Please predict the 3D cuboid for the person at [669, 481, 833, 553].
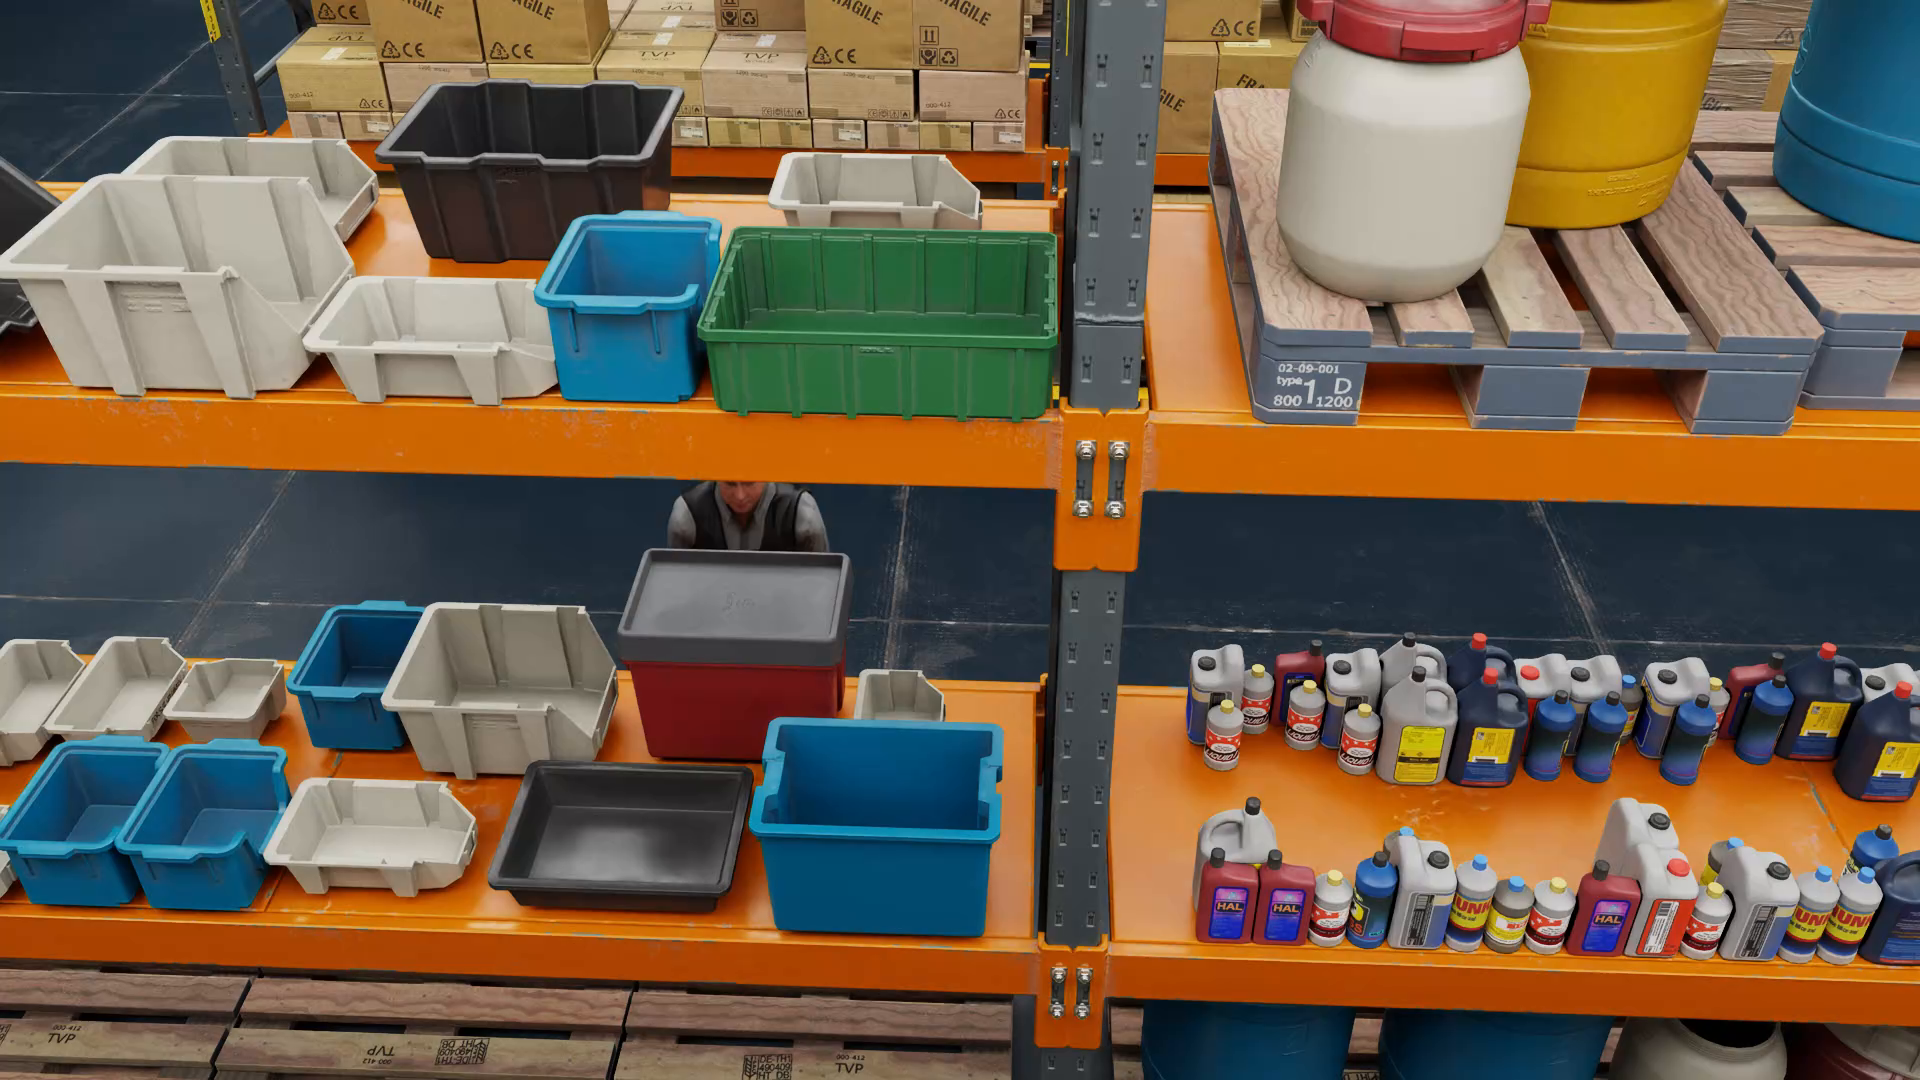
[{"bbox_3d":[-0.695,0.338,5.694,0.582,1.719,0.429,0,35,-1],"label":"person"}]
